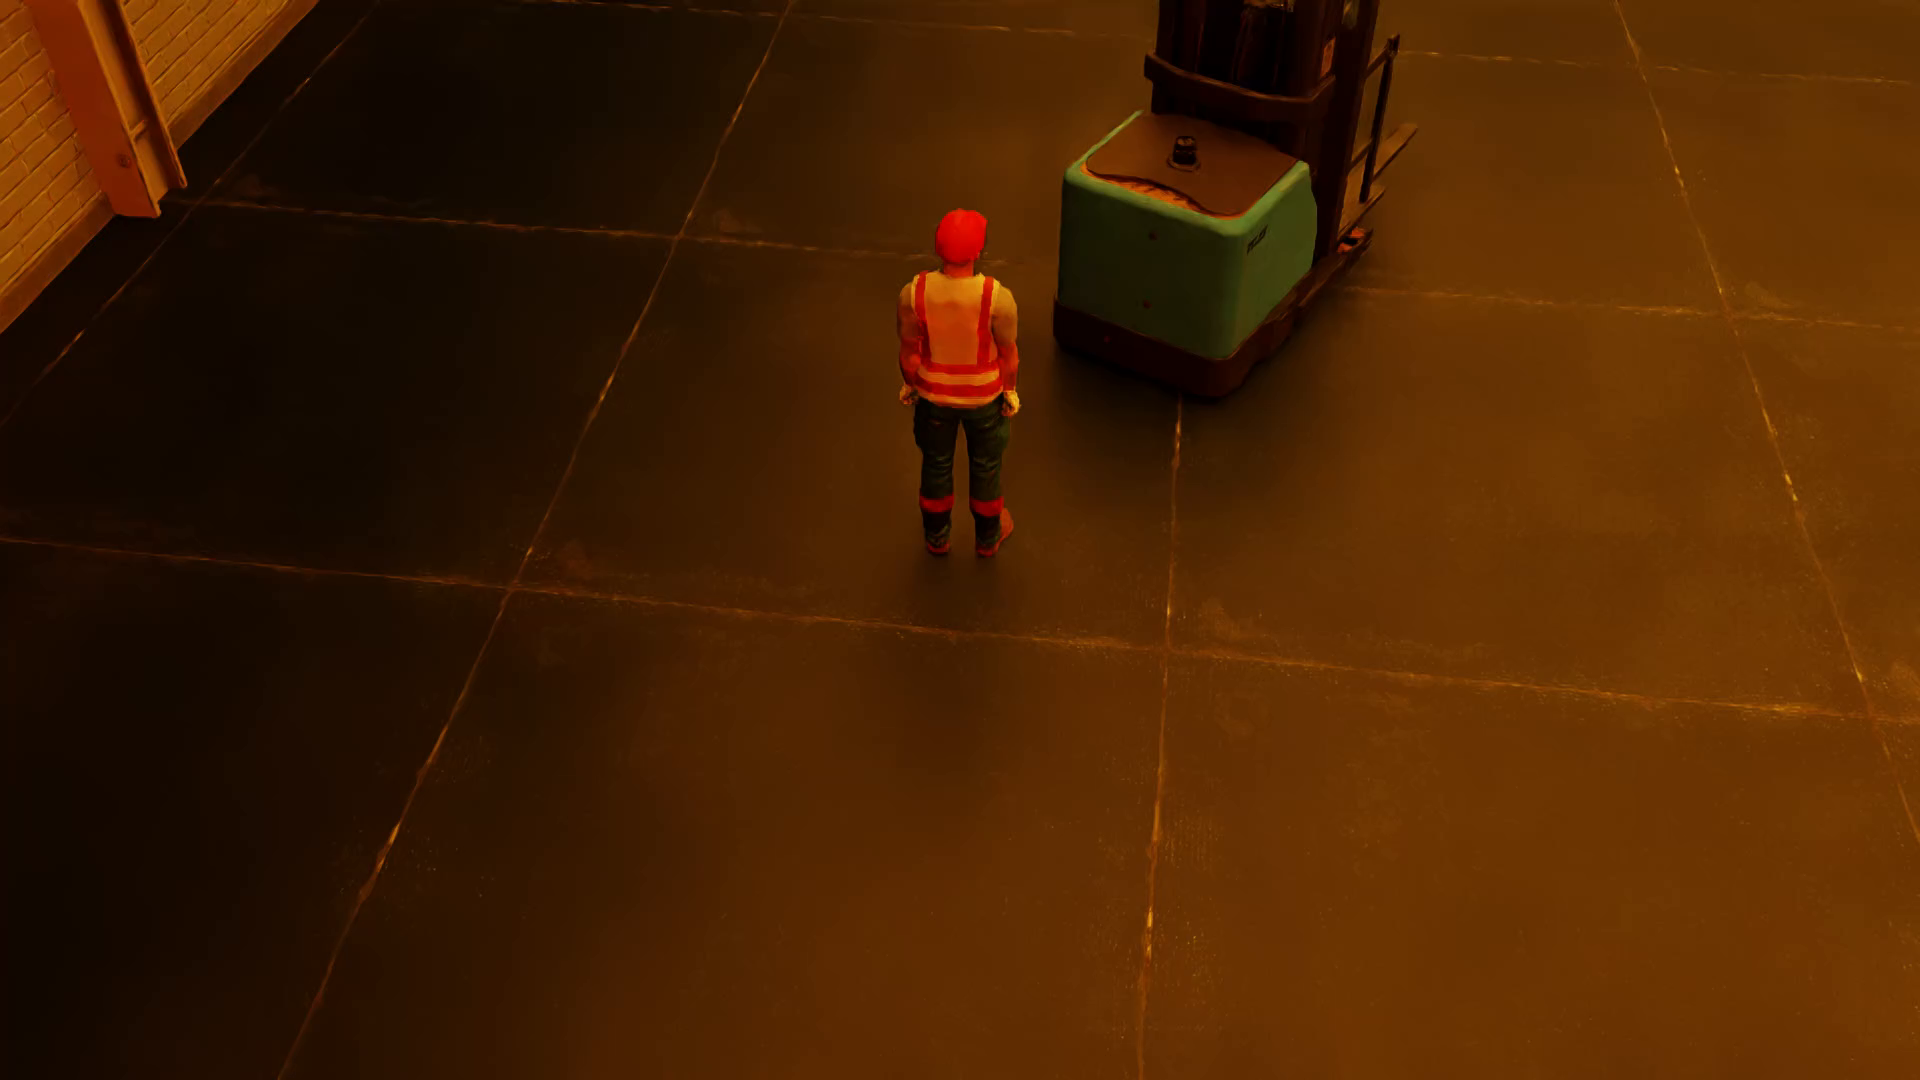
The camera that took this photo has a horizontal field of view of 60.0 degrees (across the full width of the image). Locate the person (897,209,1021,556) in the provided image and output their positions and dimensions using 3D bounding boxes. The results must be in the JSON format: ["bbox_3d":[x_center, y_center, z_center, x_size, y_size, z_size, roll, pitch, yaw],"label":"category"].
[{"bbox_3d":[0.002,-0.674,7.300,0.540,1.795,0.349,5,43,6],"label":"person"}]

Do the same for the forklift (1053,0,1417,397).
[{"bbox_3d":[1.738,-2.783,8.754,1.130,2.935,3.031,24,48,24],"label":"forklift"}]
